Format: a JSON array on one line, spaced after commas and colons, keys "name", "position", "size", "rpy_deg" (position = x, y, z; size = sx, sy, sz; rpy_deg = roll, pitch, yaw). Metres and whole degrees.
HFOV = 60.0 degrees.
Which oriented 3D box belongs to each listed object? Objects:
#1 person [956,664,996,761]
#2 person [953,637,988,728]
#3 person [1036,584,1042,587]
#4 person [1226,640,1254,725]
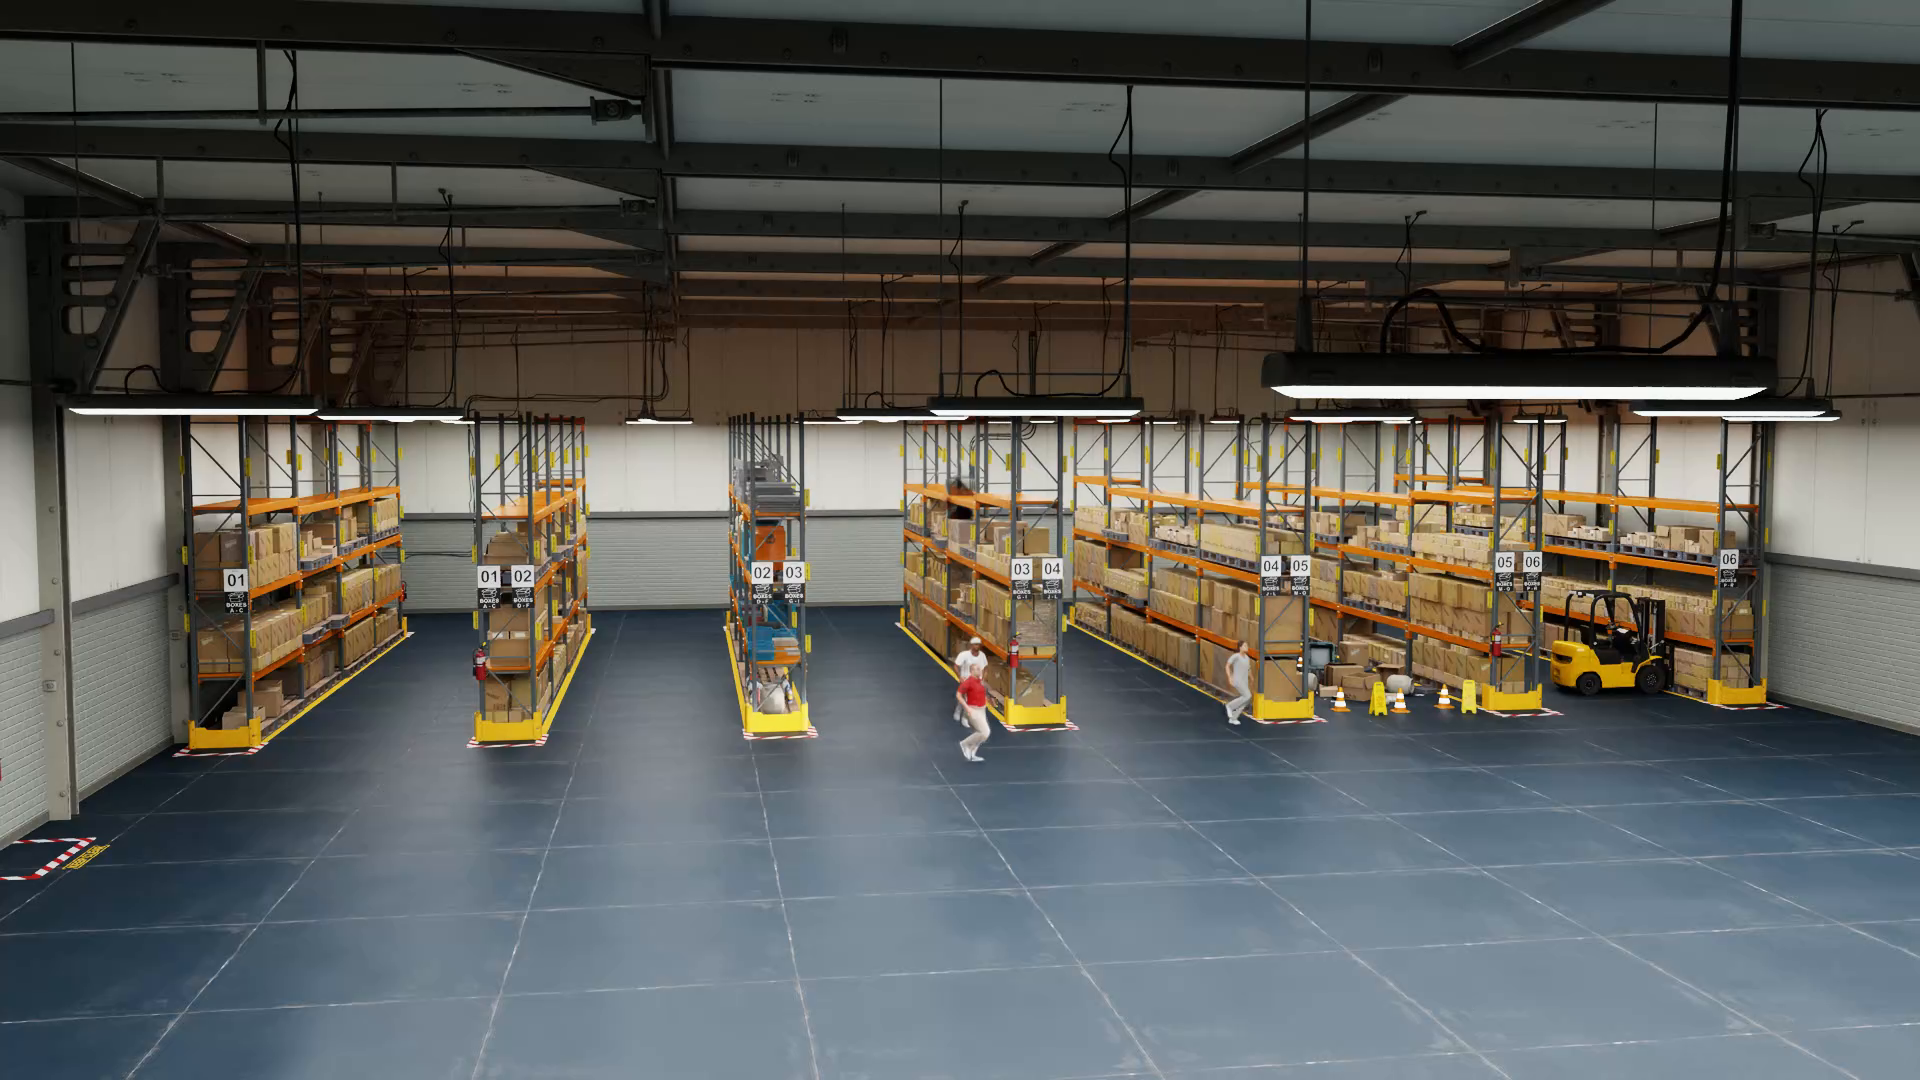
[{"name": "person", "position": [0.315, 2.948, 28.373], "size": [0.590, 1.677, 0.664], "rpy_deg": [2, 4, 22]}, {"name": "person", "position": [0.230, 2.714, 31.890], "size": [0.712, 1.721, 0.563], "rpy_deg": [-2, 4, -28]}, {"name": "person", "position": [2.027, 1.630, 48.507], "size": [0.760, 1.579, 0.907], "rpy_deg": [3, 5, 35]}, {"name": "person", "position": [5.461, 2.740, 32.068], "size": [0.597, 1.597, 0.513], "rpy_deg": [-4, 5, -43]}]
